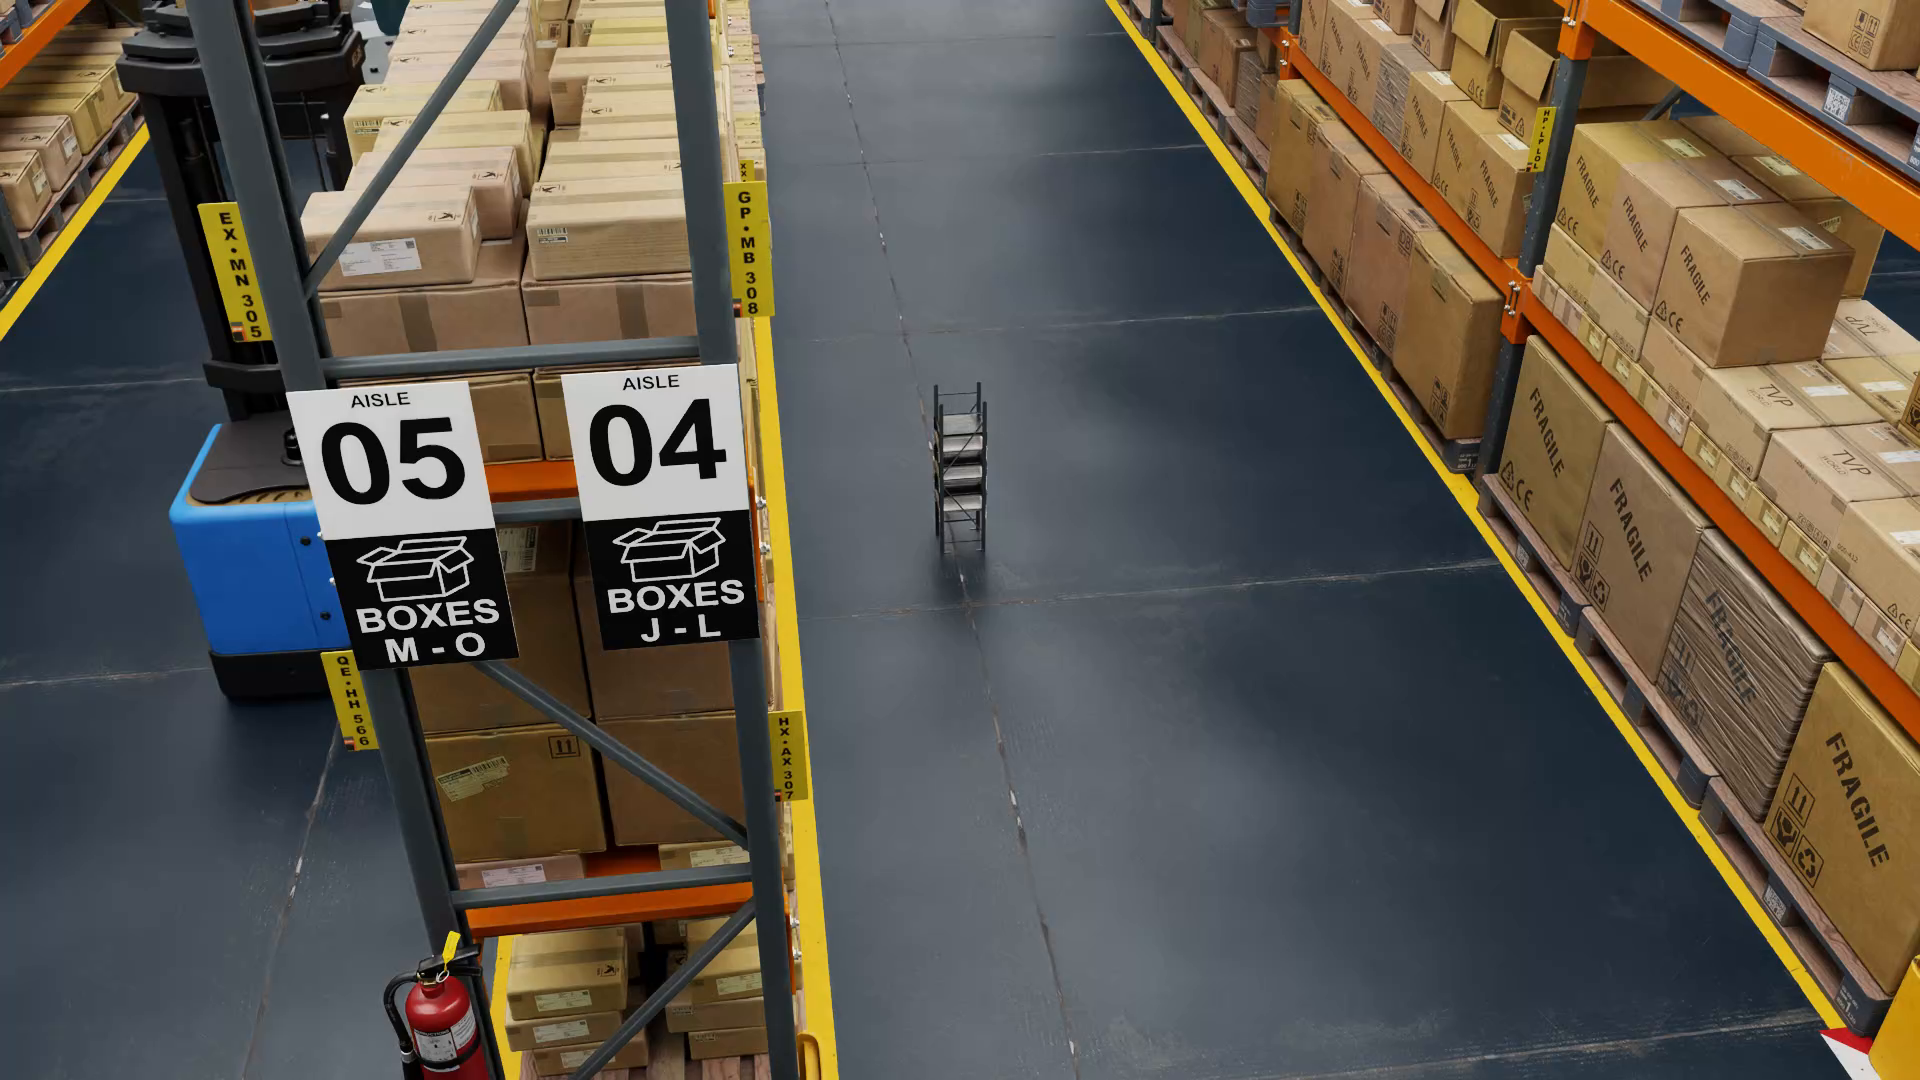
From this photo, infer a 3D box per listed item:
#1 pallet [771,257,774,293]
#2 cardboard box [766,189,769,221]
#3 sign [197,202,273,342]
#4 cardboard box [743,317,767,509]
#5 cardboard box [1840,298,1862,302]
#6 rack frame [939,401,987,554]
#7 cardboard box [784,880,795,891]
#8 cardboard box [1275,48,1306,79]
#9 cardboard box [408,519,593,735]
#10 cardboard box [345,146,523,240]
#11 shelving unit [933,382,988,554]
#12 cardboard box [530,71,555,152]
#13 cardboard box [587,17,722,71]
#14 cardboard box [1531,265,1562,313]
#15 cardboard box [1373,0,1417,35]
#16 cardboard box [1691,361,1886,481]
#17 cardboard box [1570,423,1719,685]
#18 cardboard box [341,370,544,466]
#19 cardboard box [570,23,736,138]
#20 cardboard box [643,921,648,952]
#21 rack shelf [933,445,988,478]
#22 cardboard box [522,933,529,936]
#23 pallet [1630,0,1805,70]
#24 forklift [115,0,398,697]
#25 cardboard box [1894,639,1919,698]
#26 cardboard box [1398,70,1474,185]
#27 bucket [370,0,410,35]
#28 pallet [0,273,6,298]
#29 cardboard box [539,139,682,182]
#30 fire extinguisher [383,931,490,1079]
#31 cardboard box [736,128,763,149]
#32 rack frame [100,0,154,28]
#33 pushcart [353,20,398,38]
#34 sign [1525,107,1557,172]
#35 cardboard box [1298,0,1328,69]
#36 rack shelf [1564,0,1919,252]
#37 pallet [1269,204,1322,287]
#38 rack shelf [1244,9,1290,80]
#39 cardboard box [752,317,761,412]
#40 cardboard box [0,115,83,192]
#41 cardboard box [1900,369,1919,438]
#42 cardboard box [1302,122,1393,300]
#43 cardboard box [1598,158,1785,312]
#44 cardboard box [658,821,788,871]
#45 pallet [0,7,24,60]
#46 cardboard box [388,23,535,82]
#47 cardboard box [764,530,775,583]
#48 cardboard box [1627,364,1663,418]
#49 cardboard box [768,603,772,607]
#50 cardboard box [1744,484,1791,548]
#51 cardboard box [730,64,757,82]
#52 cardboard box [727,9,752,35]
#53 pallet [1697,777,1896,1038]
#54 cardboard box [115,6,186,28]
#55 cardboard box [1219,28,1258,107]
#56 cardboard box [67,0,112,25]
[{"bbox_3d":[-1.509,-1.595,8.726,1.003,0.211,1.213,-4,35,-6],"label":"pallet"},{"bbox_3d":[-1.147,-1.684,8.273,0.380,0.149,0.250,-4,34,-6],"label":"cardboard box"},{"bbox_3d":[-1.565,-0.579,3.615,0.100,0.325,0.005,-4,35,-6],"label":"sign"},{"bbox_3d":[-0.932,-0.426,5.599,0.500,0.500,0.500,-5,35,-7],"label":"cardboard box"},{"bbox_3d":[3.770,-1.102,7.701,0.500,0.250,0.500,-3,34,-5],"label":"cardboard box"},{"bbox_3d":[0.015,-0.311,8.535,0.240,0.900,0.006,-4,35,-6],"label":"rack frame"},{"bbox_3d":[-0.848,1.254,6.533,0.380,0.149,0.250,-4,34,-6],"label":"cardboard box"},{"bbox_3d":[2.720,-3.619,12.688,0.500,0.250,0.500,-3,34,-4],"label":"cardboard box"},{"bbox_3d":[-1.320,0.181,4.708,0.500,0.500,0.500,-5,35,-7],"label":"cardboard box"},{"bbox_3d":[-1.306,-0.860,4.149,0.380,0.149,0.250,-4,34,-6],"label":"cardboard box"},{"bbox_3d":[0.001,-0.367,8.619,0.258,0.900,0.210,-4,35,-6],"label":"shelving unit"},{"bbox_3d":[-1.463,-1.198,4.999,0.500,0.250,0.500,-4,34,-6],"label":"cardboard box"},{"bbox_3d":[-0.924,-1.478,5.056,0.380,0.149,0.250,-3,34,-5],"label":"cardboard box"},{"bbox_3d":[3.088,-1.262,8.290,0.380,0.149,0.250,-4,35,-6],"label":"cardboard box"},{"bbox_3d":[3.007,-3.471,10.329,0.797,0.503,0.637,-4,34,-5],"label":"cardboard box"},{"bbox_3d":[3.378,-0.493,6.807,0.500,0.250,0.500,-4,35,-6],"label":"cardboard box"},{"bbox_3d":[3.509,0.025,7.692,0.875,0.875,0.875,-4,35,-6],"label":"cardboard box"},{"bbox_3d":[-1.336,-0.416,4.295,0.500,0.250,0.500,-5,35,-7],"label":"cardboard box"},{"bbox_3d":[-1.011,-1.510,5.456,0.500,0.250,0.500,-6,35,-8],"label":"cardboard box"},{"bbox_3d":[-1.375,1.432,6.272,0.380,0.149,0.250,-5,35,-7],"label":"cardboard box"},{"bbox_3d":[0.001,-0.414,8.587,0.258,0.077,0.200,-4,35,-6],"label":"rack shelf"},{"bbox_3d":[-1.438,1.314,6.181,0.380,0.149,0.250,-6,35,-8],"label":"cardboard box"},{"bbox_3d":[3.478,-2.302,7.008,1.003,0.211,1.213,-4,35,-6],"label":"pallet"},{"bbox_3d":[-3.075,-1.298,8.180,1.130,2.935,3.031,-3,34,-5],"label":"forklift"},{"bbox_3d":[3.505,0.461,5.762,0.380,0.149,0.250,-4,34,-6],"label":"cardboard box"},{"bbox_3d":[2.908,-2.406,9.656,0.500,0.500,0.500,-5,35,-7],"label":"cardboard box"},{"bbox_3d":[-4.929,-4.878,14.930,0.726,0.611,0.620,7,45,10],"label":"bucket"},{"bbox_3d":[-6.948,-1.440,10.804,1.003,0.211,1.213,-4,35,-6],"label":"pallet"},{"bbox_3d":[-0.847,-0.895,4.200,0.380,0.149,0.250,-3,34,-4],"label":"cardboard box"},{"bbox_3d":[-1.436,1.357,4.624,0.296,0.674,0.183,-4,35,-6],"label":"fire extinguisher"},{"bbox_3d":[-1.191,-1.962,8.417,0.380,0.149,0.250,-3,34,-5],"label":"cardboard box"},{"bbox_3d":[-7.518,-5.270,13.948,1.000,3.000,0.127,-4,35,-6],"label":"rack frame"},{"bbox_3d":[-5.265,-4.387,14.981,1.648,0.377,0.936,-16,38,-23],"label":"pushcart"},{"bbox_3d":[2.842,-1.955,8.127,0.100,0.325,0.005,-4,35,-6],"label":"sign"},{"bbox_3d":[2.636,-3.538,11.318,0.500,0.500,0.500,-3,34,-5],"label":"cardboard box"},{"bbox_3d":[3.647,-1.382,6.219,1.077,0.370,4.000,-4,35,-6],"label":"rack shelf"},{"bbox_3d":[2.872,-2.190,11.905,1.003,0.211,1.213,-4,35,-6],"label":"pallet"},{"bbox_3d":[2.571,-4.607,13.614,1.077,0.370,4.000,-4,35,-6],"label":"rack shelf"},{"bbox_3d":[-1.137,-0.863,7.128,0.500,0.500,0.500,-5,35,-8],"label":"cardboard box"},{"bbox_3d":[-7.153,-2.853,12.362,0.950,0.372,0.625,-5,35,-7],"label":"cardboard box"},{"bbox_3d":[3.976,-0.551,6.227,0.500,0.500,0.500,-5,35,-8],"label":"cardboard box"},{"bbox_3d":[3.025,-2.199,10.956,1.225,0.875,0.875,-4,35,-6],"label":"cardboard box"},{"bbox_3d":[3.248,-1.365,7.421,0.500,0.500,0.500,-4,35,-6],"label":"cardboard box"},{"bbox_3d":[-0.731,0.893,5.127,0.380,0.149,0.250,-5,35,-7],"label":"cardboard box"},{"bbox_3d":[-7.181,-3.348,11.298,1.213,0.211,1.003,-4,35,-6],"label":"pallet"},{"bbox_3d":[-1.489,-1.434,4.991,0.380,0.149,0.250,-4,34,-5],"label":"cardboard box"},{"bbox_3d":[-1.091,0.095,7.971,0.380,0.149,0.250,-6,35,-8],"label":"cardboard box"},{"bbox_3d":[3.231,-0.679,7.435,0.380,0.149,0.250,-5,35,-7],"label":"cardboard box"},{"bbox_3d":[-0.996,0.423,7.225,0.380,0.149,0.250,-6,35,-8],"label":"cardboard box"},{"bbox_3d":[3.368,-0.109,6.598,0.380,0.149,0.250,-4,35,-6],"label":"cardboard box"},{"bbox_3d":[-1.322,-2.529,9.247,0.380,0.149,0.250,-3,34,-5],"label":"cardboard box"},{"bbox_3d":[-1.462,-3.111,10.102,0.380,0.149,0.250,-3,34,-5],"label":"cardboard box"},{"bbox_3d":[3.731,1.388,6.655,1.003,0.211,1.213,-4,35,-6],"label":"pallet"},{"bbox_3d":[-7.329,-4.657,15.117,0.500,0.250,0.500,-6,35,-9],"label":"cardboard box"},{"bbox_3d":[2.560,-3.934,13.817,0.700,0.500,0.500,-2,34,-2],"label":"cardboard box"},{"bbox_3d":[-7.863,-4.927,14.848,0.500,0.500,0.500,-5,35,-7],"label":"cardboard box"}]
